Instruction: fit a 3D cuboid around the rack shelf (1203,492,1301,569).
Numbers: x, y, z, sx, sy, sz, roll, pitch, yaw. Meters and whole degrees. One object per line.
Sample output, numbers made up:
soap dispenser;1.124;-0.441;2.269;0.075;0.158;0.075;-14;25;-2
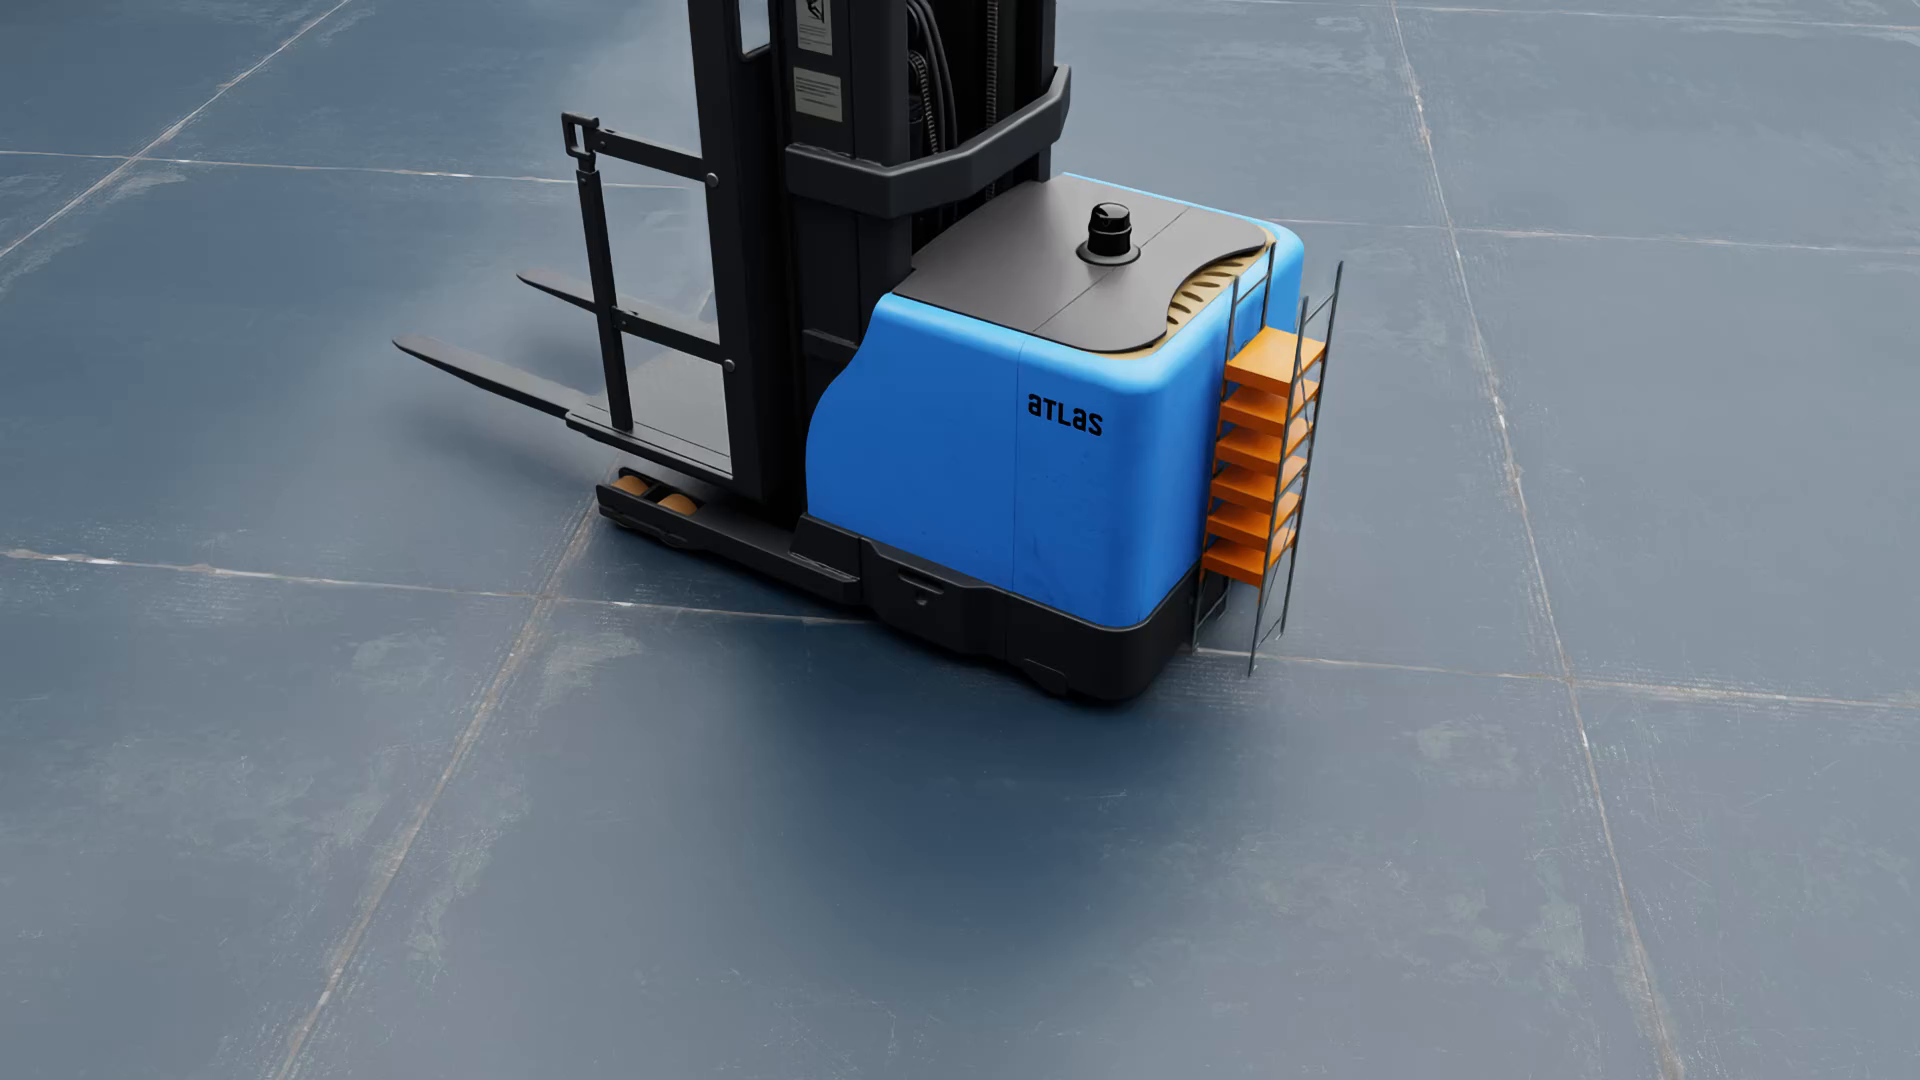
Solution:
rack shelf;0.809;-0.053;4.572;0.180;0.103;0.258;21;41;26

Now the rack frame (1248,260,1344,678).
rack frame;0.888;-0.156;4.436;0.006;1.200;0.240;21;41;26

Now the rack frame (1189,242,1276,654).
rack frame;0.734;-0.216;4.515;0.006;1.200;0.240;21;41;26

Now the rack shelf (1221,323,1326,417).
rack shelf;0.814;-0.441;4.290;0.180;0.103;0.258;21;41;26

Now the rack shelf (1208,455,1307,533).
rack shelf;0.810;-0.150;4.502;0.180;0.103;0.258;21;41;26

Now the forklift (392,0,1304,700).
forklift;-0.547;-1.406;4.696;3.031;2.935;1.130;20;40;26

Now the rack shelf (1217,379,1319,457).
rack shelf;0.813;-0.344;4.361;0.180;0.103;0.258;21;41;26

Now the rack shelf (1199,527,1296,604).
rack shelf;0.808;0.044;4.642;0.180;0.103;0.258;21;41;26

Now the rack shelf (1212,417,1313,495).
rack shelf;0.812;-0.247;4.431;0.180;0.103;0.258;21;41;26

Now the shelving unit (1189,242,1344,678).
shelving unit;0.811;-0.186;4.475;0.189;1.200;0.258;21;41;26
